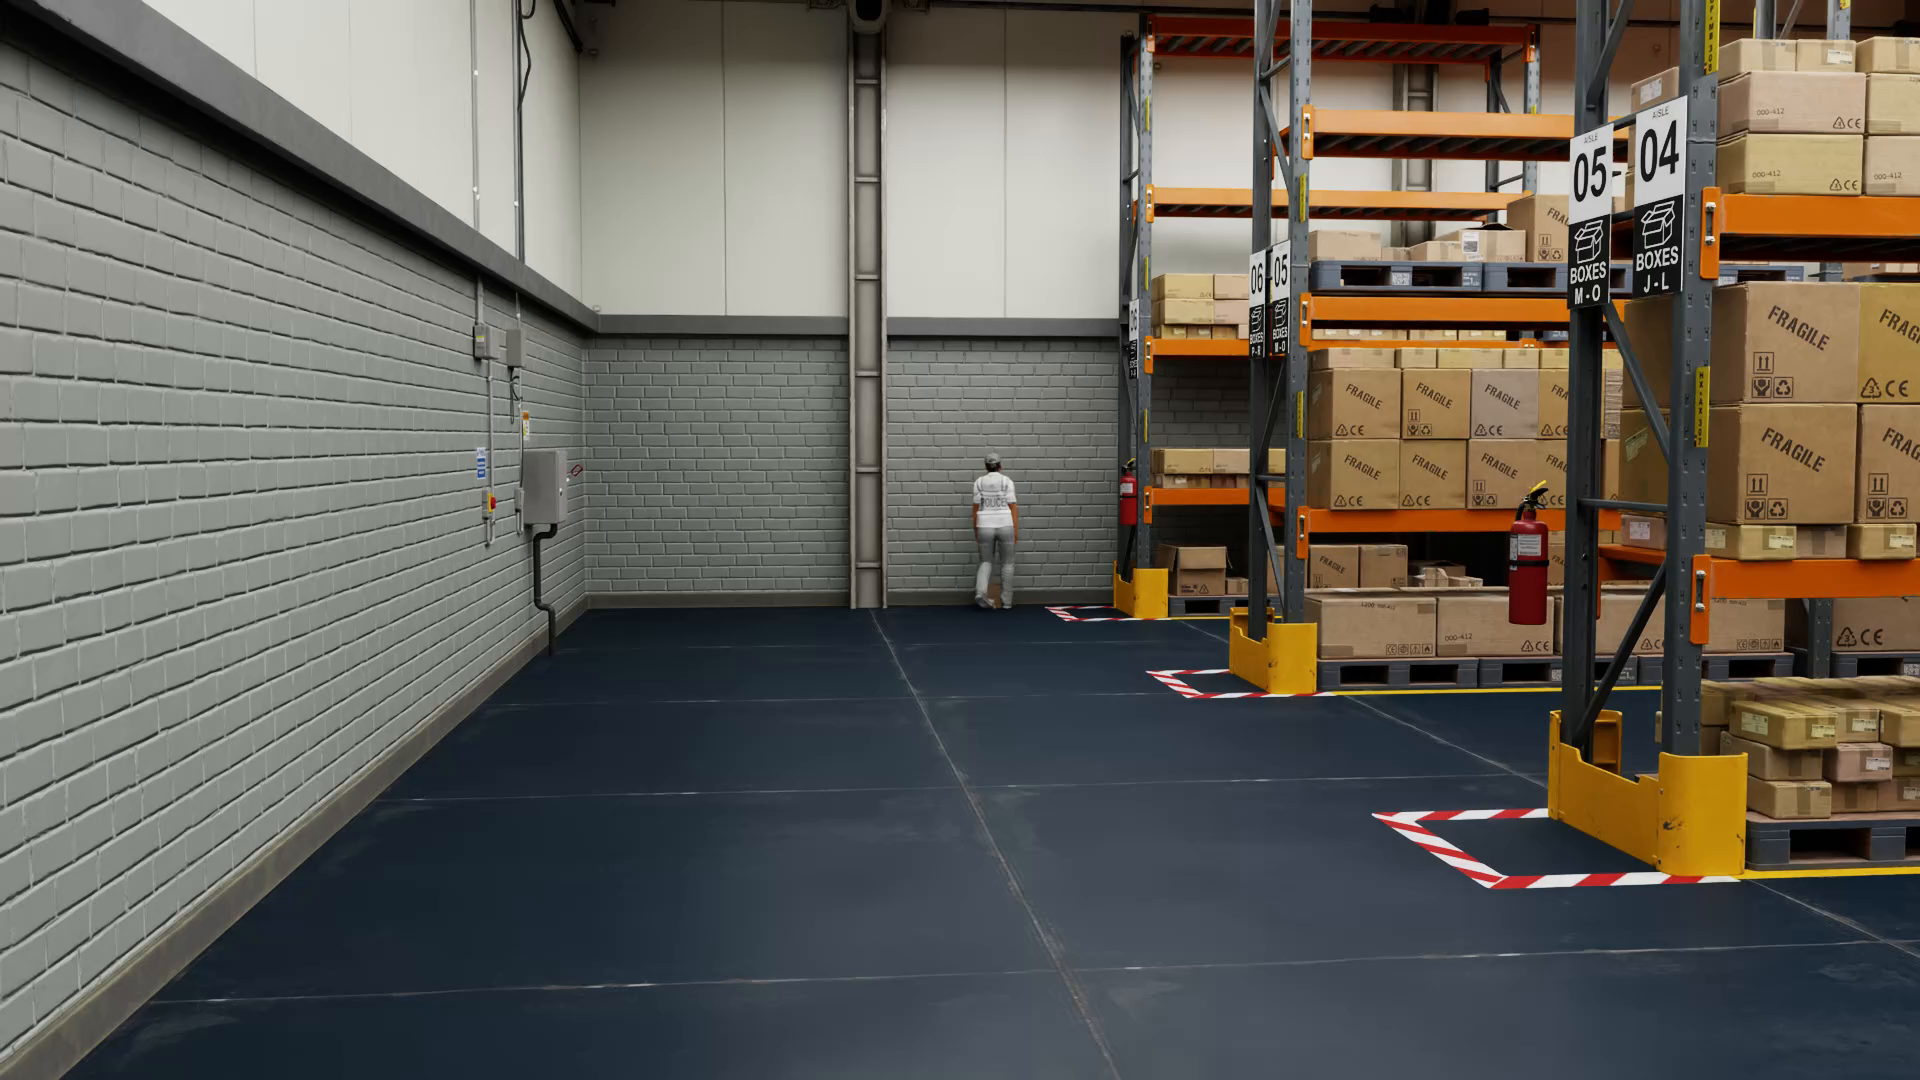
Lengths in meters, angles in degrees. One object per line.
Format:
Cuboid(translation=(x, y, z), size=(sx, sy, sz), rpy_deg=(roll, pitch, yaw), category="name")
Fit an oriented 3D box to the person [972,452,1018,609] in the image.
Cuboid(translation=(0.381, -0.101, 17.533), size=(0.491, 1.651, 0.504), rpy_deg=(1, 4, 10), category="person")
